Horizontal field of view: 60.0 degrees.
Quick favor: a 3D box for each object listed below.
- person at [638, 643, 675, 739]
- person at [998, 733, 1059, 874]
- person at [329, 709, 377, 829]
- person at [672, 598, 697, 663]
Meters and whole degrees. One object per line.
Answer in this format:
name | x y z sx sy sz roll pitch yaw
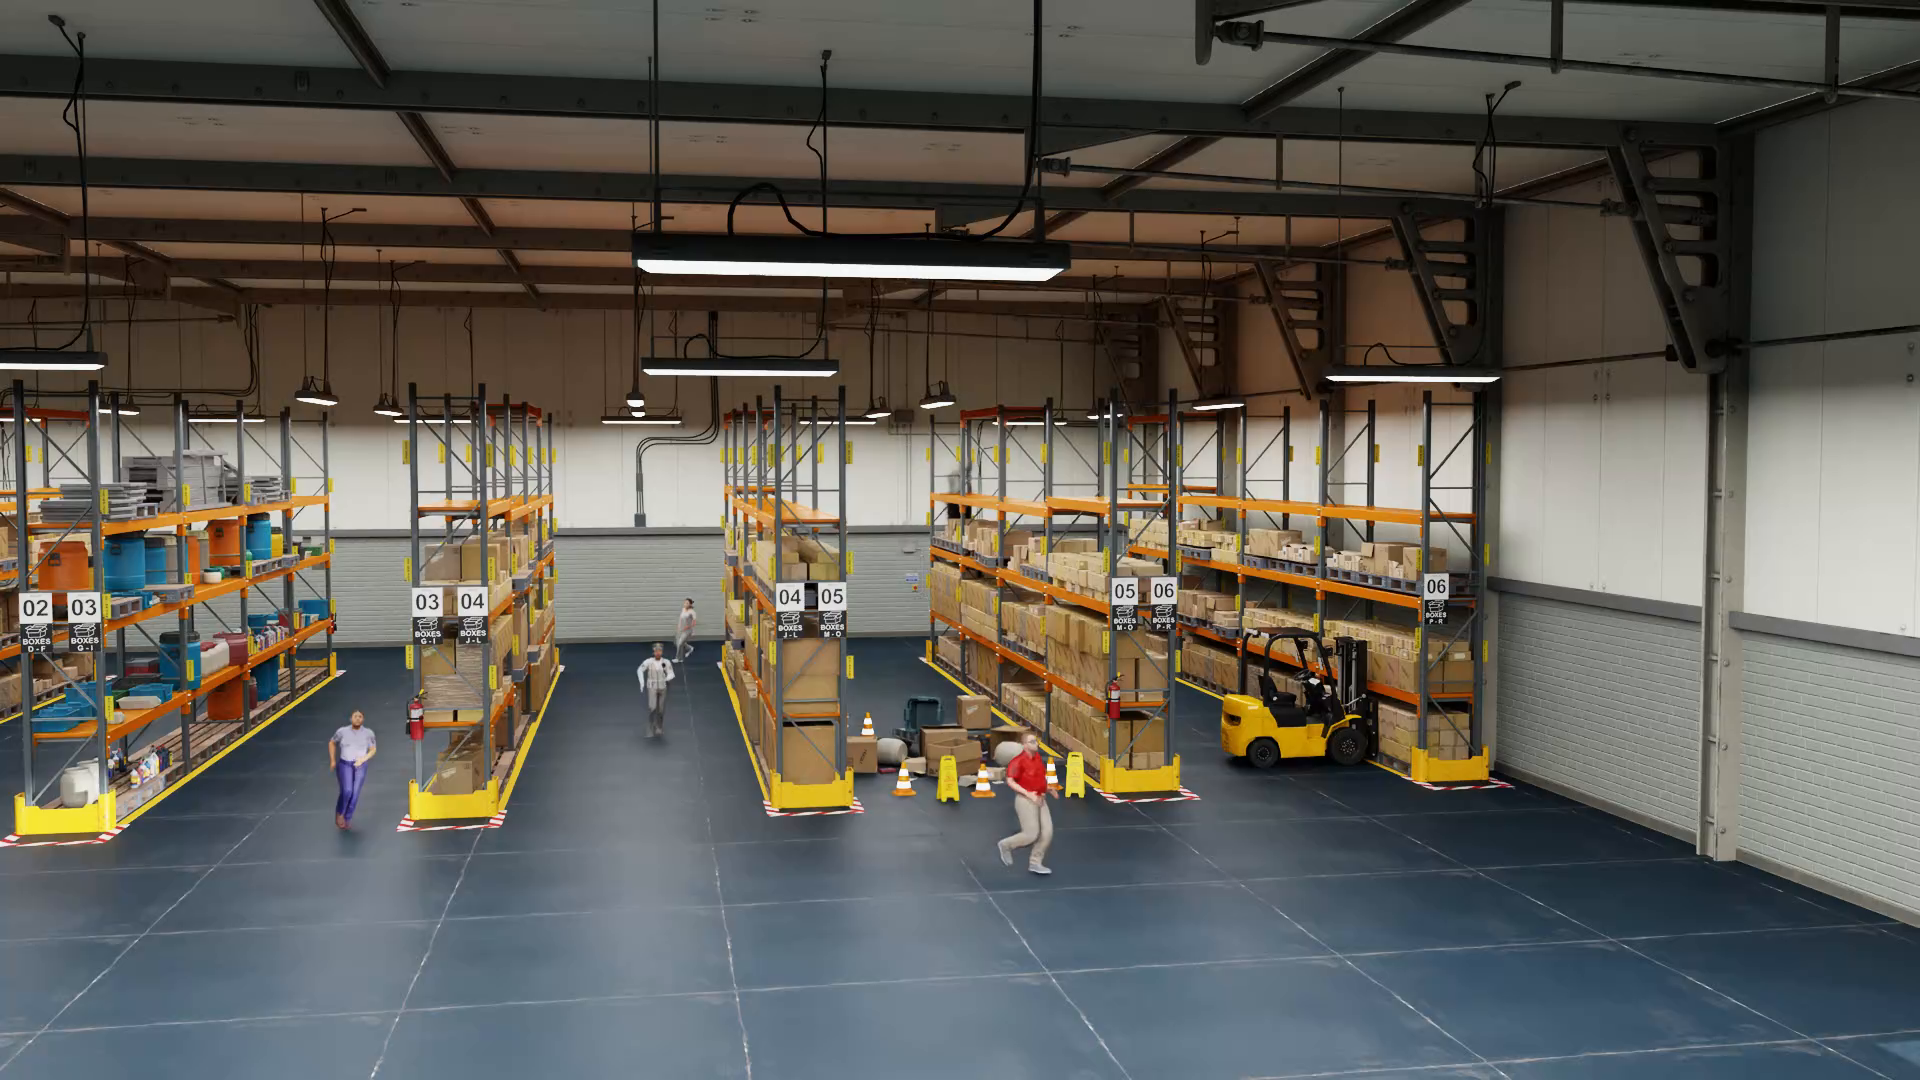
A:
person | -5.370 2.665 29.500 0.616 1.693 0.740 -1 3 -19
person | 0.823 3.145 19.958 0.650 1.673 0.667 2 4 38
person | -8.107 3.076 22.253 0.586 1.580 0.592 -1 3 -25
person | -6.564 2.177 40.188 0.650 1.573 0.596 2 4 38
